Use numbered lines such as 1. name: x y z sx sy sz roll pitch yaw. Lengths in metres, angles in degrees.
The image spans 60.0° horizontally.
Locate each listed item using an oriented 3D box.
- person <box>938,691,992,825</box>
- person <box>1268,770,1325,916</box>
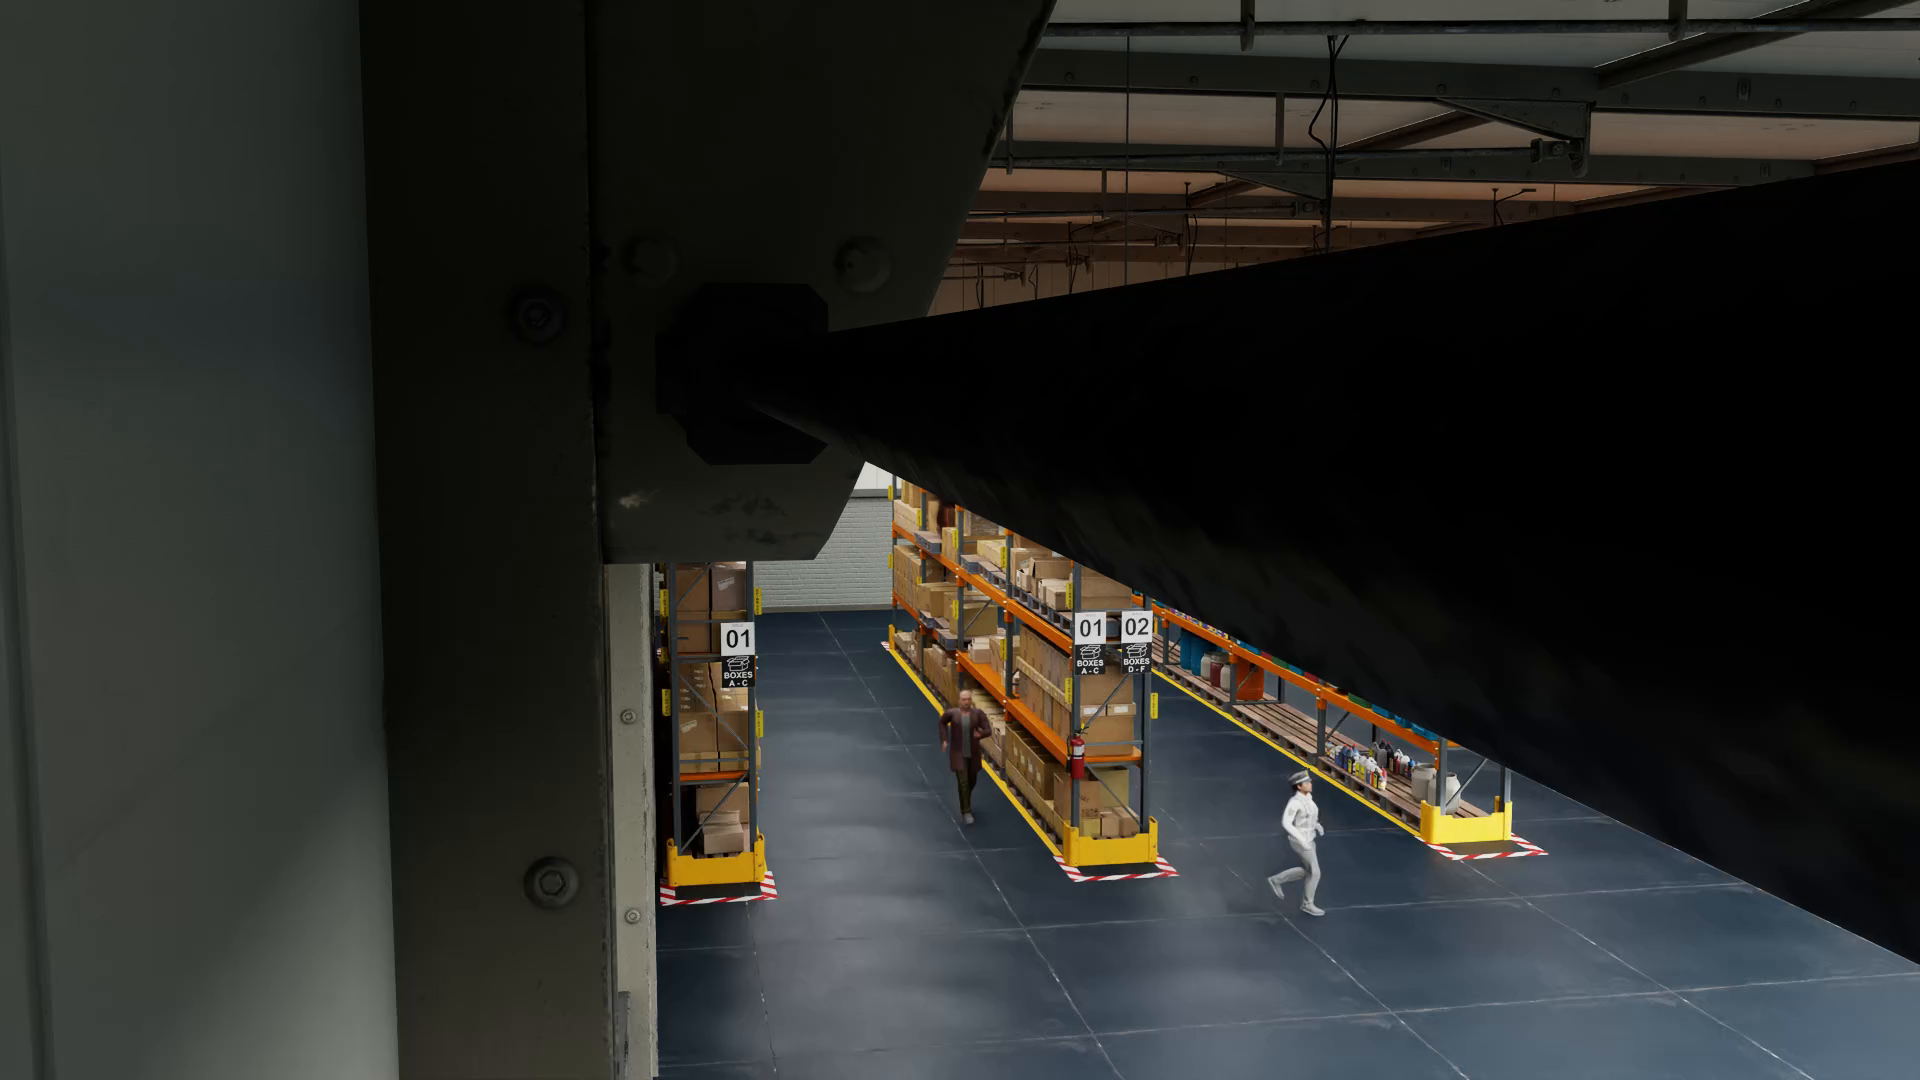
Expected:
1. person: 0.074 2.940 22.938 0.704 1.761 1.049 -1 6 -9
2. person: 3.888 3.450 19.105 0.650 1.686 0.613 3 7 26
